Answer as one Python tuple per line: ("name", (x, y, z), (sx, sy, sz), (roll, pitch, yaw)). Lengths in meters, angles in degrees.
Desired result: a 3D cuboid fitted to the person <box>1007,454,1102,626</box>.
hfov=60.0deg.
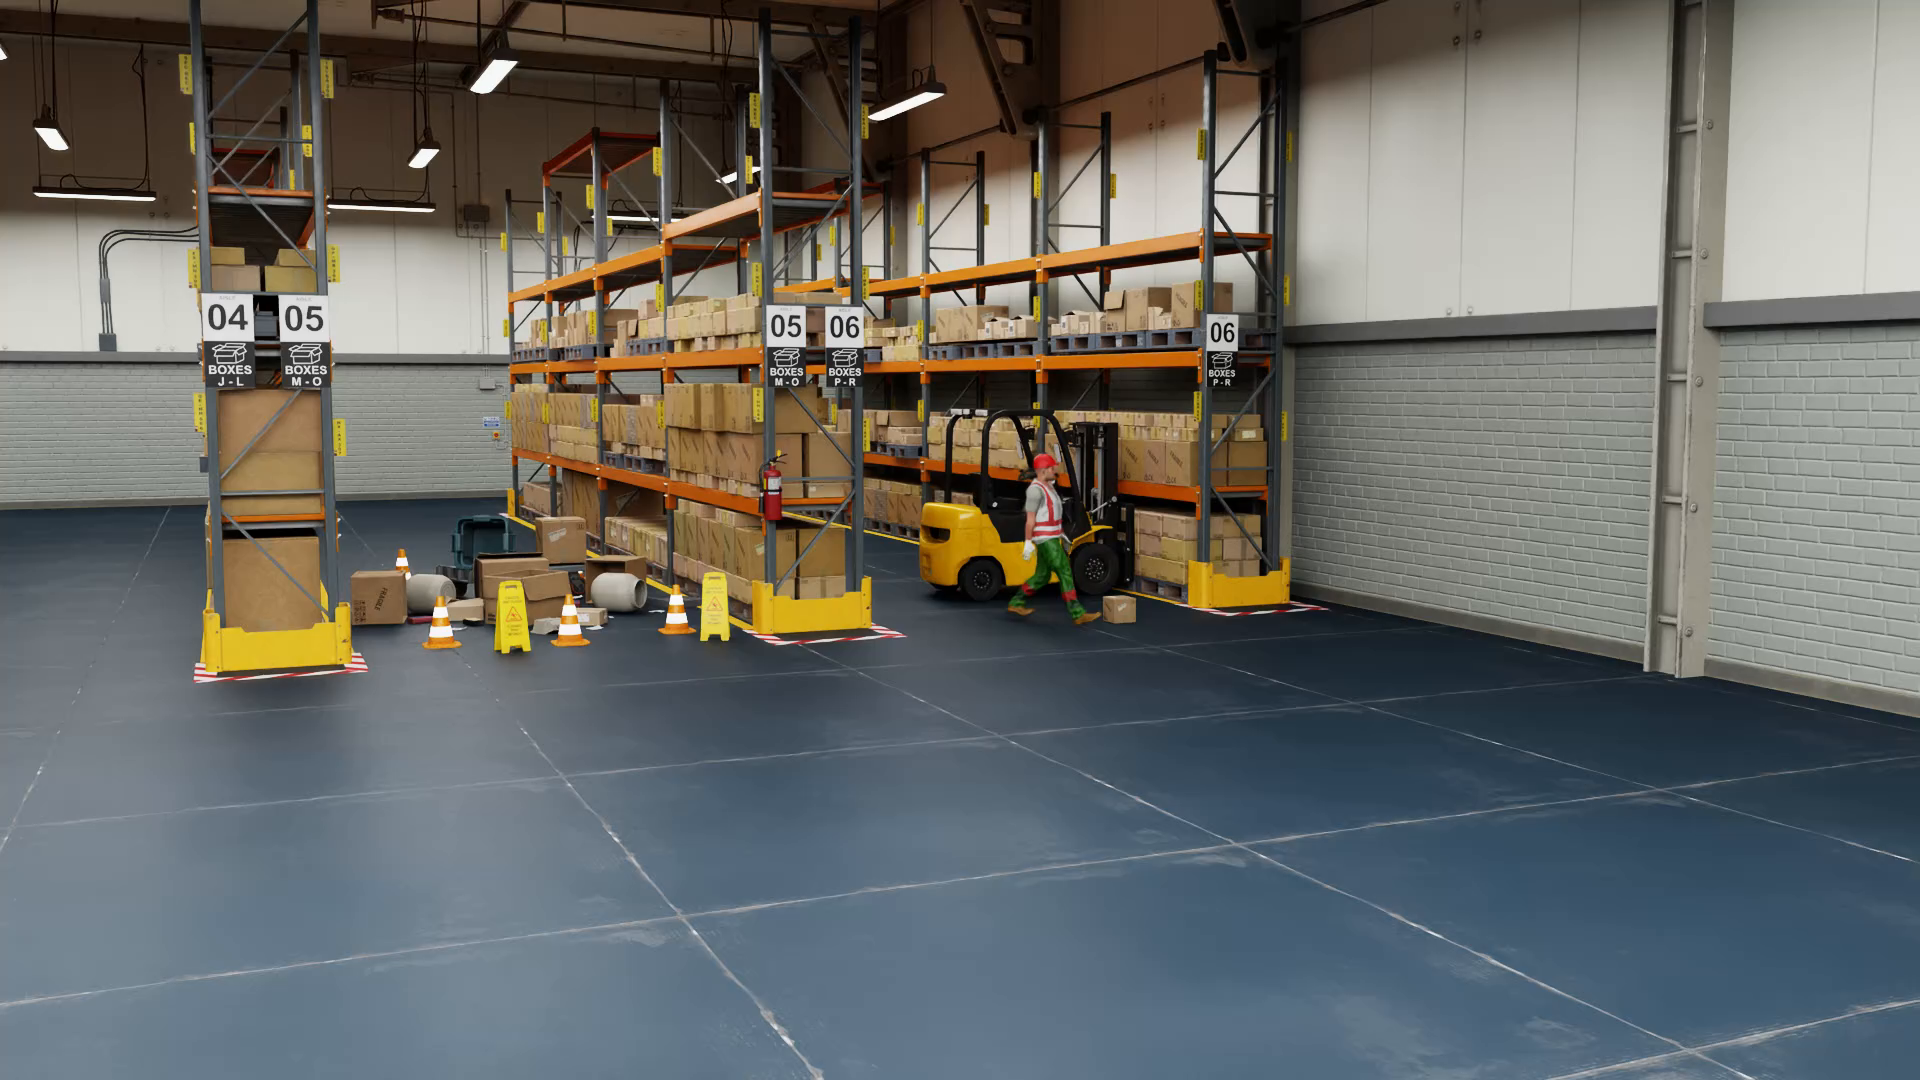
("person", (0.960, -0.012, 16.934), (1.075, 1.728, 0.572), (2, 6, 19))
